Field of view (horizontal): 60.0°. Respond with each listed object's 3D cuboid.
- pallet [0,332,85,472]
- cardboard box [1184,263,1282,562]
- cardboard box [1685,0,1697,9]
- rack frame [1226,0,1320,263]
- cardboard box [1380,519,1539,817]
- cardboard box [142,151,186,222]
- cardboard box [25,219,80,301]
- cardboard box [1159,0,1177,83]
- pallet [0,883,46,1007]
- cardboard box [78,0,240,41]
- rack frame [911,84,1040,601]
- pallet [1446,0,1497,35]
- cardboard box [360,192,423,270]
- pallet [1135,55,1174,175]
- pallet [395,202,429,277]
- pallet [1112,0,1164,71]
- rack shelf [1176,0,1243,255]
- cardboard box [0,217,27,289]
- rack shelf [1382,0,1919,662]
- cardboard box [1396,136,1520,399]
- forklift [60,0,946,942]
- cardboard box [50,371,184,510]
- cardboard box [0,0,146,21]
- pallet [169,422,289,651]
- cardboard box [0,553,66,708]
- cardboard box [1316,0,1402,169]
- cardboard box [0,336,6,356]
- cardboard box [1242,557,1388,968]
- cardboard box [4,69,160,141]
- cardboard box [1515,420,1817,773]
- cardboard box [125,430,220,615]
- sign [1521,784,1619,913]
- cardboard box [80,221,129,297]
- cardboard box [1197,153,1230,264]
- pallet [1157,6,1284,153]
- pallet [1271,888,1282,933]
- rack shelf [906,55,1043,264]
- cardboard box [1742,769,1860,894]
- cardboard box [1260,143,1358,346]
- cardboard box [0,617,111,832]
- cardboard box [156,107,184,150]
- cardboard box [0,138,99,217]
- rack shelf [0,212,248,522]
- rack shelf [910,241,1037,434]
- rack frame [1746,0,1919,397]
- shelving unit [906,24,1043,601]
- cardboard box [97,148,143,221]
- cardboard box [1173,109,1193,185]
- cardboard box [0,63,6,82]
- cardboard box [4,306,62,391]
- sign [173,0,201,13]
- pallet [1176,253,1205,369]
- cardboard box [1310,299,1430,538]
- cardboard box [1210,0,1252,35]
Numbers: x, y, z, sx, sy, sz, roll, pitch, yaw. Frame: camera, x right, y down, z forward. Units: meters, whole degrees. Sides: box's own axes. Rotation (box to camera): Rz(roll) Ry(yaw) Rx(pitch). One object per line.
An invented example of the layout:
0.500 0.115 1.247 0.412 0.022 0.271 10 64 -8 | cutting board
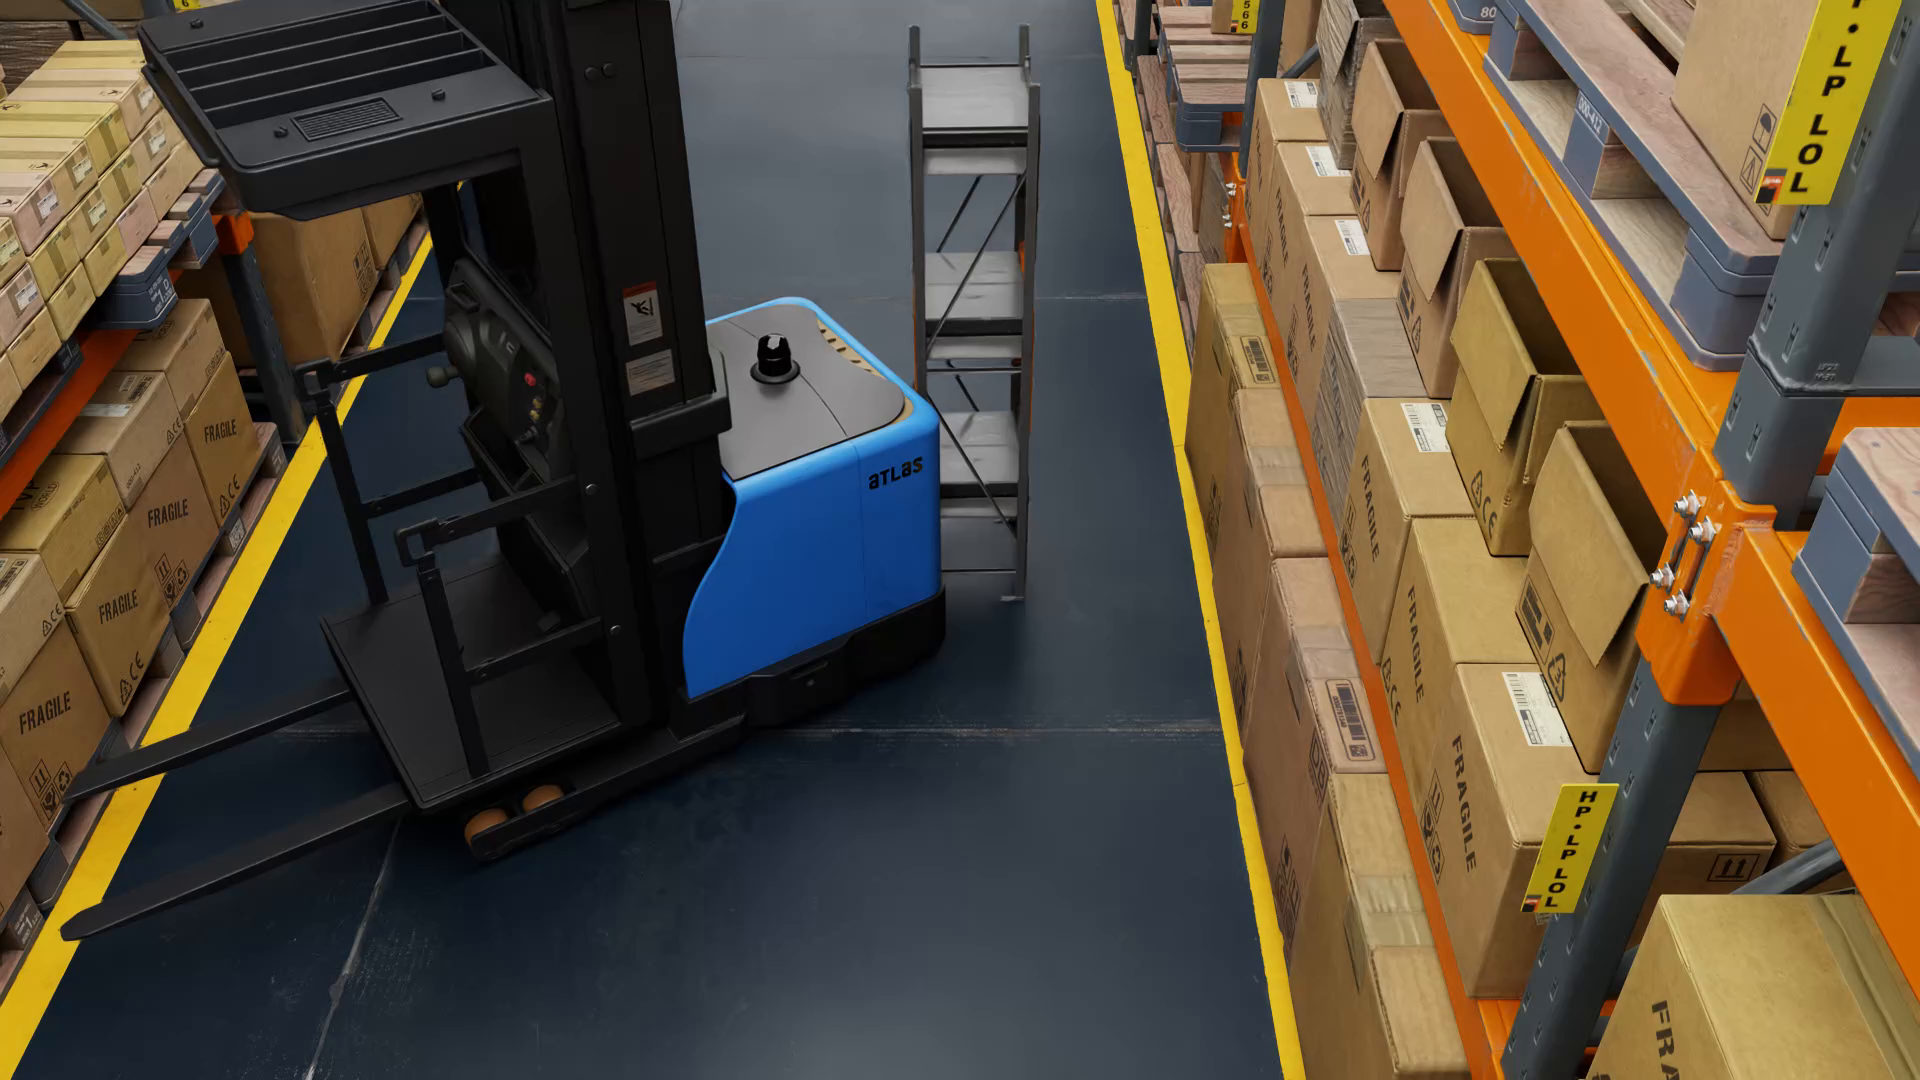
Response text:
-3.341 -0.305 4.886 1.003 0.211 1.213 0 39 0 | pallet
1.556 -0.462 6.291 1.225 0.875 0.875 -2 39 -2 | cardboard box
1.669 -1.043 2.990 0.500 0.311 0.500 -1 39 -2 | cardboard box
1.576 -1.559 6.296 1.000 3.000 0.127 0 39 0 | rack frame
1.313 0.302 3.894 0.500 0.500 0.500 1 39 1 | cardboard box
-2.925 -1.221 5.740 0.380 0.149 0.250 0 39 0 | cardboard box
-2.925 -0.848 5.037 0.380 0.149 0.250 0 39 0 | cardboard box
1.551 -2.872 9.583 0.700 0.500 0.500 -3 39 -4 | cardboard box
-3.382 1.484 4.729 1.003 0.211 1.213 0 39 0 | pallet
-3.115 -1.938 6.690 0.500 0.500 0.500 0 39 0 | cardboard box
0.049 -0.586 5.803 0.400 2.100 0.015 -1 39 -2 | rack frame
1.634 -1.553 4.042 1.003 0.211 1.213 2 39 2 | pallet
-3.299 -1.832 8.100 1.050 0.750 0.750 1 39 1 | cardboard box
1.574 -2.485 9.682 1.003 0.211 1.213 0 39 0 | pallet
-3.308 -1.784 8.808 1.003 0.211 1.213 0 39 0 | pallet
1.535 -3.392 10.814 1.003 0.211 1.213 0 39 0 | pallet
1.574 -2.529 8.082 1.077 0.370 4.000 0 39 0 | rack shelf
-2.926 -0.801 4.741 0.380 0.149 0.250 2 39 2 | cardboard box
1.578 -1.198 4.023 1.077 0.370 4.000 0 39 0 | rack shelf
1.566 -0.705 4.349 0.797 0.503 0.637 1 39 1 | cardboard box
-1.567 -0.478 5.002 3.031 2.935 1.130 -22 44 -25 | forklift
-3.110 -0.356 5.859 0.500 0.250 0.500 0 39 1 | cardboard box
-3.375 -2.328 6.377 0.700 0.500 0.500 0 39 0 | cardboard box
-3.385 -0.041 6.633 1.003 0.211 1.213 0 39 0 | pallet
-3.115 0.288 5.056 0.500 0.250 0.500 1 39 2 | cardboard box
1.561 -1.532 5.381 0.797 0.503 0.637 1 39 1 | cardboard box
-2.924 -0.523 4.632 0.380 0.149 0.250 -1 39 -1 | cardboard box
1.558 0.649 4.905 1.225 0.875 0.875 -1 39 -2 | cardboard box
-2.927 -1.453 5.554 0.380 0.149 0.250 0 39 -1 | cardboard box
1.572 0.113 3.328 0.797 0.503 0.637 -1 39 -1 | cardboard box
-3.125 -0.071 6.103 0.500 0.500 0.500 1 39 2 | cardboard box
1.038 0.528 2.829 0.100 0.325 0.005 0 39 0 | sign
-2.928 -0.904 5.344 0.380 0.149 0.250 -1 39 -1 | cardboard box
1.542 -1.521 7.896 0.700 0.500 0.500 -3 39 -4 | cardboard box
1.469 -1.929 6.912 1.213 0.211 1.003 0 39 0 | pallet
1.500 0.784 5.603 1.003 0.211 1.213 0 39 0 | pallet
0.040 -1.274 5.564 0.431 0.518 0.480 -1 39 -2 | rack shelf
1.830 0.616 3.503 0.500 0.500 0.500 0 39 0 | cardboard box
1.307 -0.971 5.483 0.500 0.500 0.500 -1 39 -1 | cardboard box
-3.131 0.574 5.298 0.500 0.500 0.500 1 39 1 | cardboard box
-2.928 -1.492 5.840 0.380 0.149 0.250 1 39 1 | cardboard box
-2.923 -1.122 5.141 0.380 0.149 0.250 1 39 1 | cardboard box
-3.382 -0.087 5.035 1.077 0.370 4.000 0 39 0 | rack shelf
0.040 -0.728 6.001 0.431 0.518 0.480 -1 39 -2 | rack shelf
1.581 -1.398 1.299 1.000 3.000 0.127 0 39 0 | rack frame
0.040 -0.739 5.993 0.431 2.100 0.503 -1 39 -2 | shelving unit
-2.923 -1.160 5.426 0.380 0.149 0.250 1 39 1 | cardboard box
1.533 -2.224 8.774 0.700 0.500 0.500 -3 39 -4 | cardboard box
-3.577 -1.624 5.768 0.380 0.149 0.250 0 39 0 | cardboard box
-2.928 -0.574 4.932 0.380 0.149 0.250 1 39 1 | cardboard box
-2.841 -2.045 6.041 0.100 0.325 0.005 0 39 0 | sign
1.577 -0.959 7.778 1.003 0.211 1.213 0 39 0 | pallet
1.310 -0.338 4.693 0.500 0.500 0.500 0 39 0 | cardboard box
1.435 -2.448 6.991 0.700 0.500 0.500 5 39 7 | cardboard box
